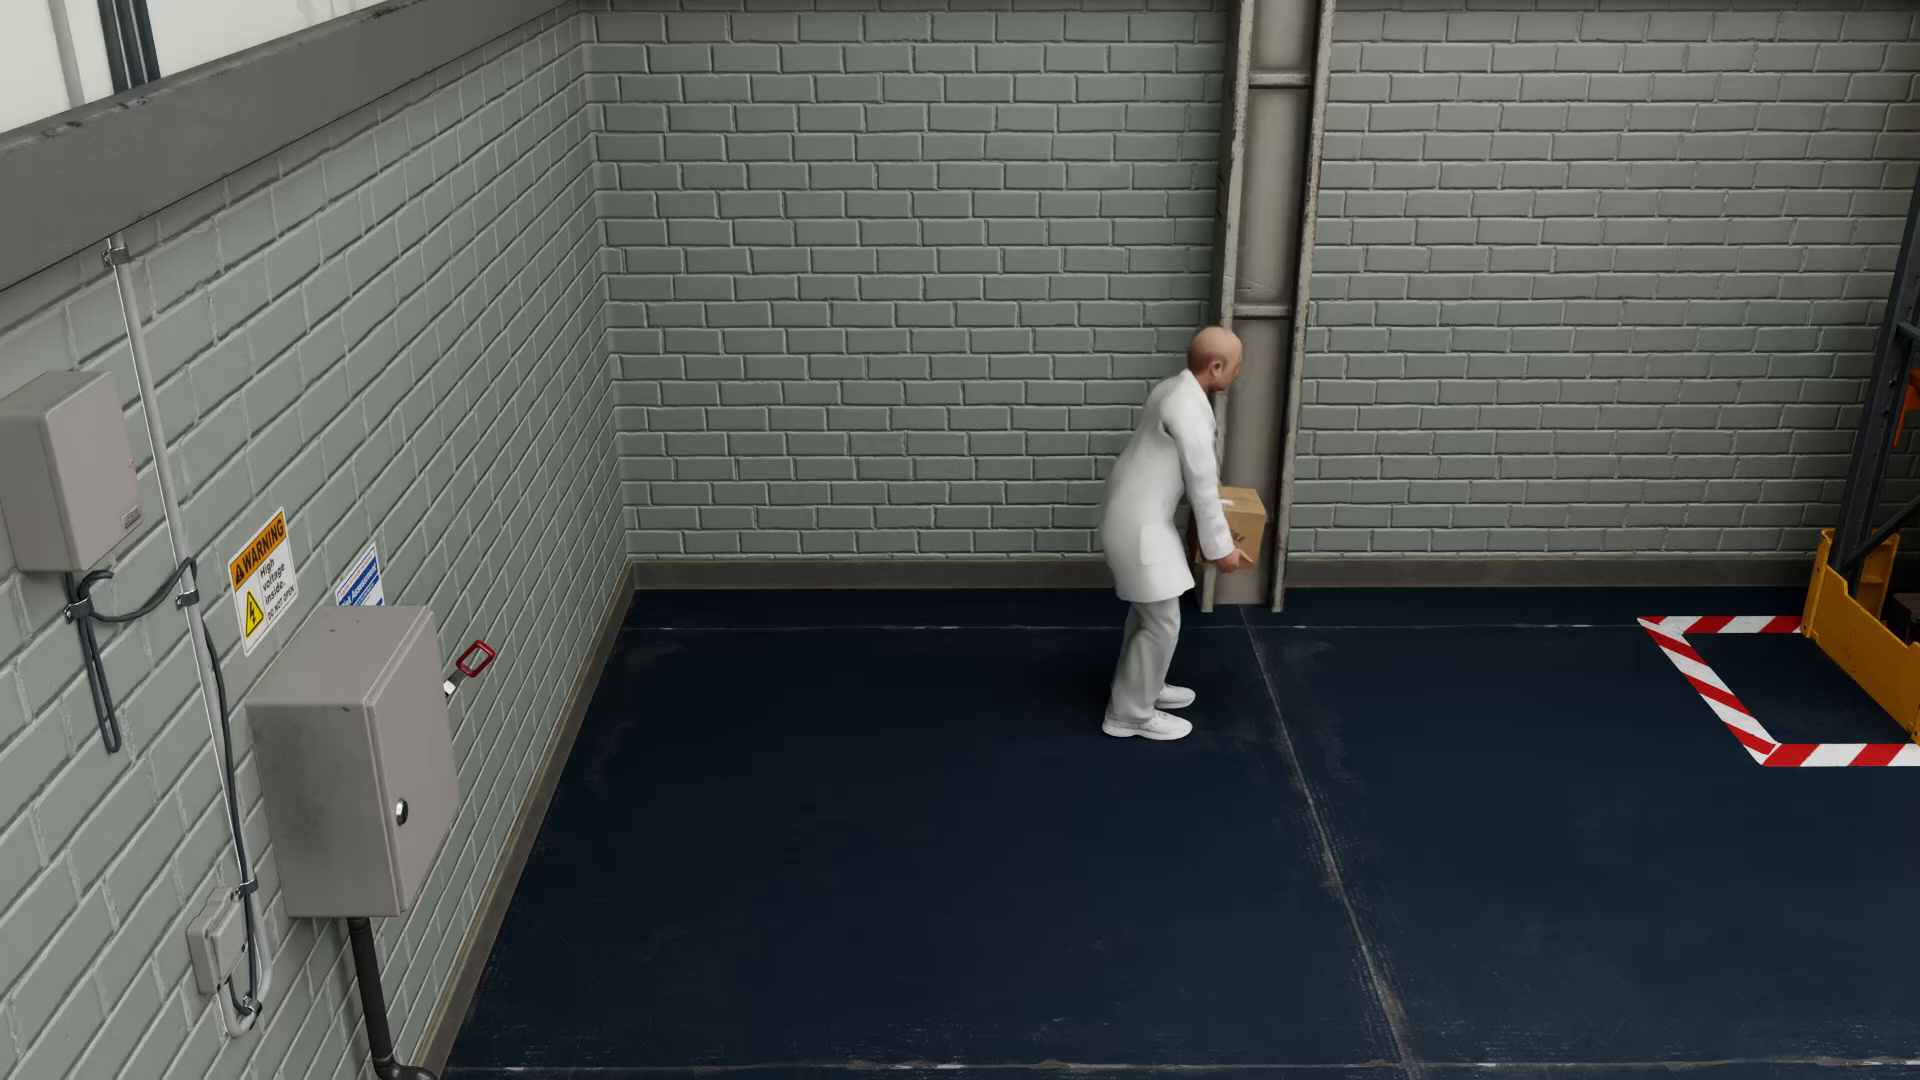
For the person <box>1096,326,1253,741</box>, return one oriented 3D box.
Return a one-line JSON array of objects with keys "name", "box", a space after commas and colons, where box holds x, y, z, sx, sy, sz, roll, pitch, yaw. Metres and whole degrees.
[{"name": "person", "box": [0.865, -0.023, 6.752, 0.616, 1.721, 0.534, -1, 24, -1]}]
